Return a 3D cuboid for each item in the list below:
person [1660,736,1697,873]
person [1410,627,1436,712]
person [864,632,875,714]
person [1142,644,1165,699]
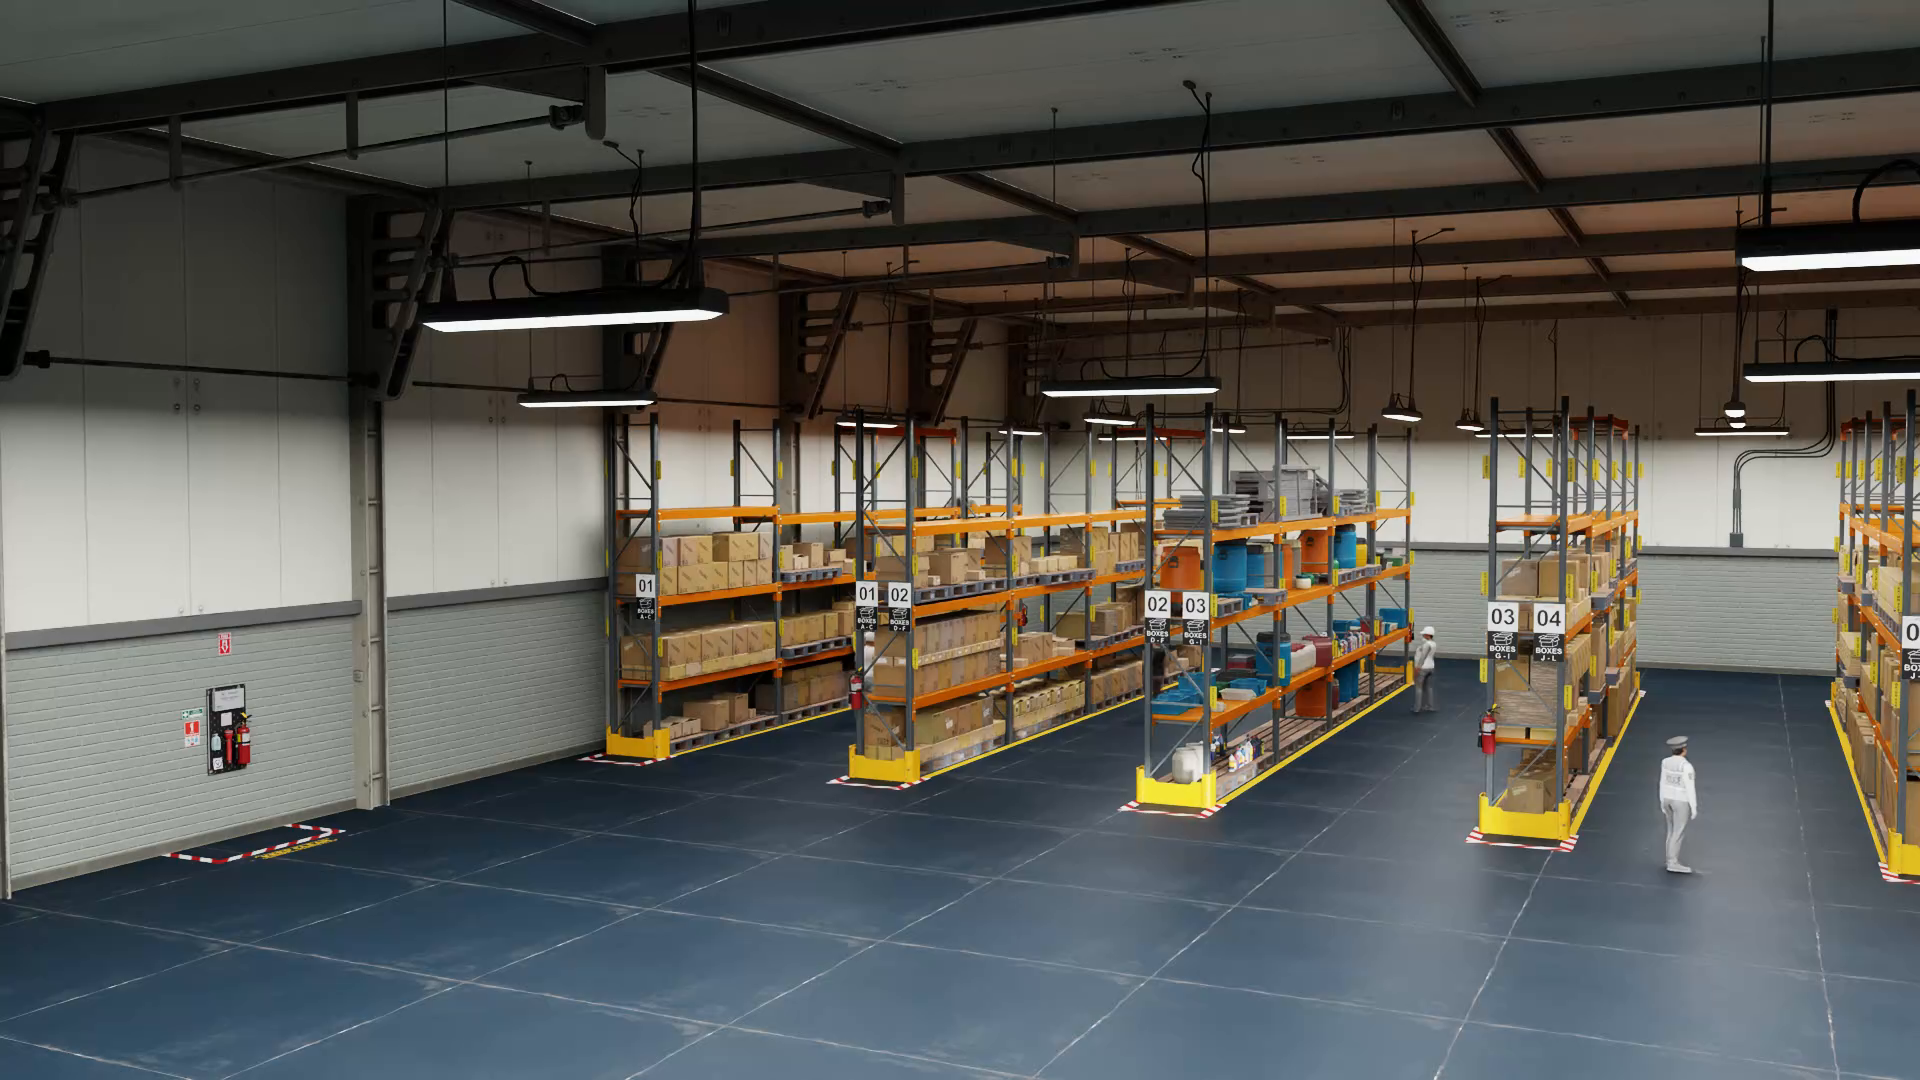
[{"bbox_3d":[9.021,3.296,20.756,0.461,1.699,0.547,-1,3,-17],"label":"person"},{"bbox_3d":[9.584,2.675,34.422,0.589,1.771,0.477,-2,3,-42],"label":"person"},{"bbox_3d":[-1.774,2.702,33.080,0.470,1.780,0.555,-1,3,-27],"label":"person"},{"bbox_3d":[3.854,2.752,33.431,0.547,1.716,0.633,-1,3,-27],"label":"person"}]
